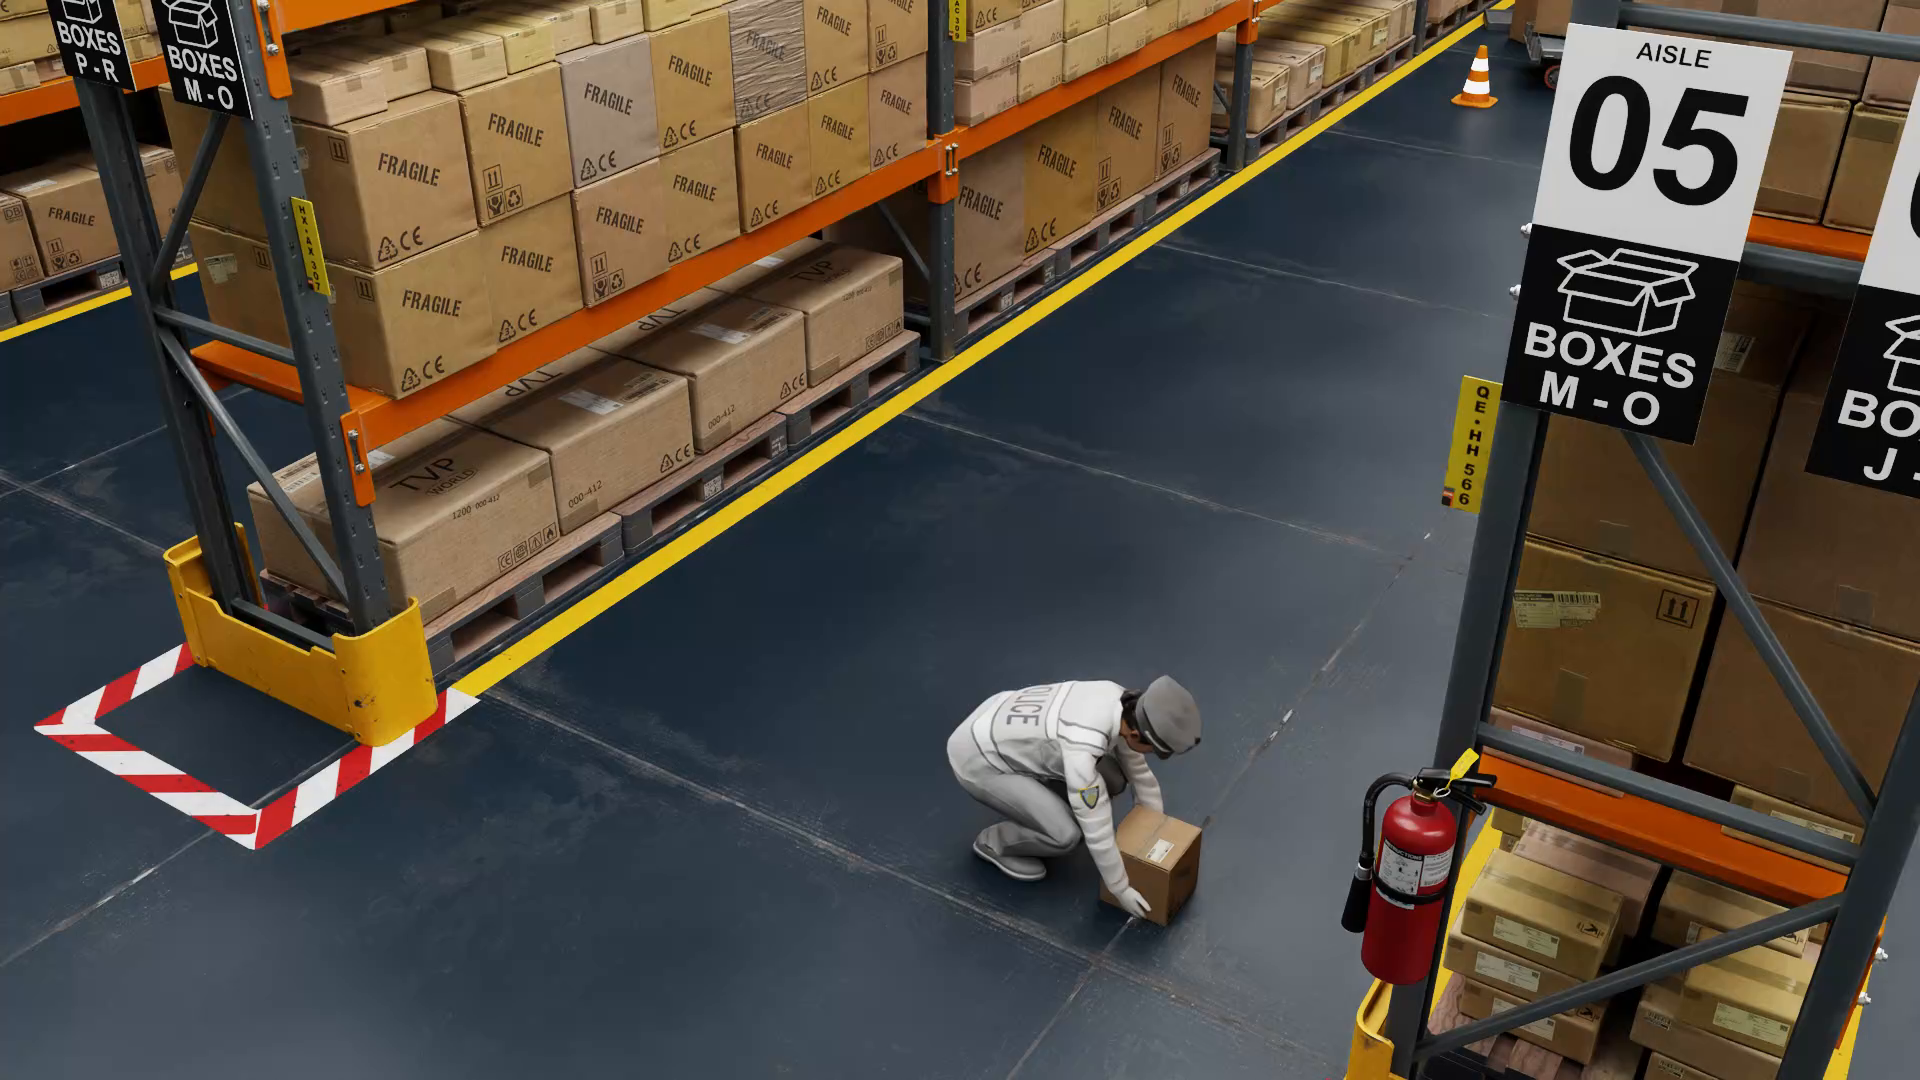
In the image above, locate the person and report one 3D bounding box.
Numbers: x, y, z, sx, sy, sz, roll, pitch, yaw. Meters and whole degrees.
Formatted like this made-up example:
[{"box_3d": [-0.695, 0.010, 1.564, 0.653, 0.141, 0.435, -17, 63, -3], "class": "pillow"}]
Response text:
[{"box_3d": [0.379, 0.779, 5.657, 0.863, 0.849, 0.478, 18, 35, 27], "class": "person"}]
